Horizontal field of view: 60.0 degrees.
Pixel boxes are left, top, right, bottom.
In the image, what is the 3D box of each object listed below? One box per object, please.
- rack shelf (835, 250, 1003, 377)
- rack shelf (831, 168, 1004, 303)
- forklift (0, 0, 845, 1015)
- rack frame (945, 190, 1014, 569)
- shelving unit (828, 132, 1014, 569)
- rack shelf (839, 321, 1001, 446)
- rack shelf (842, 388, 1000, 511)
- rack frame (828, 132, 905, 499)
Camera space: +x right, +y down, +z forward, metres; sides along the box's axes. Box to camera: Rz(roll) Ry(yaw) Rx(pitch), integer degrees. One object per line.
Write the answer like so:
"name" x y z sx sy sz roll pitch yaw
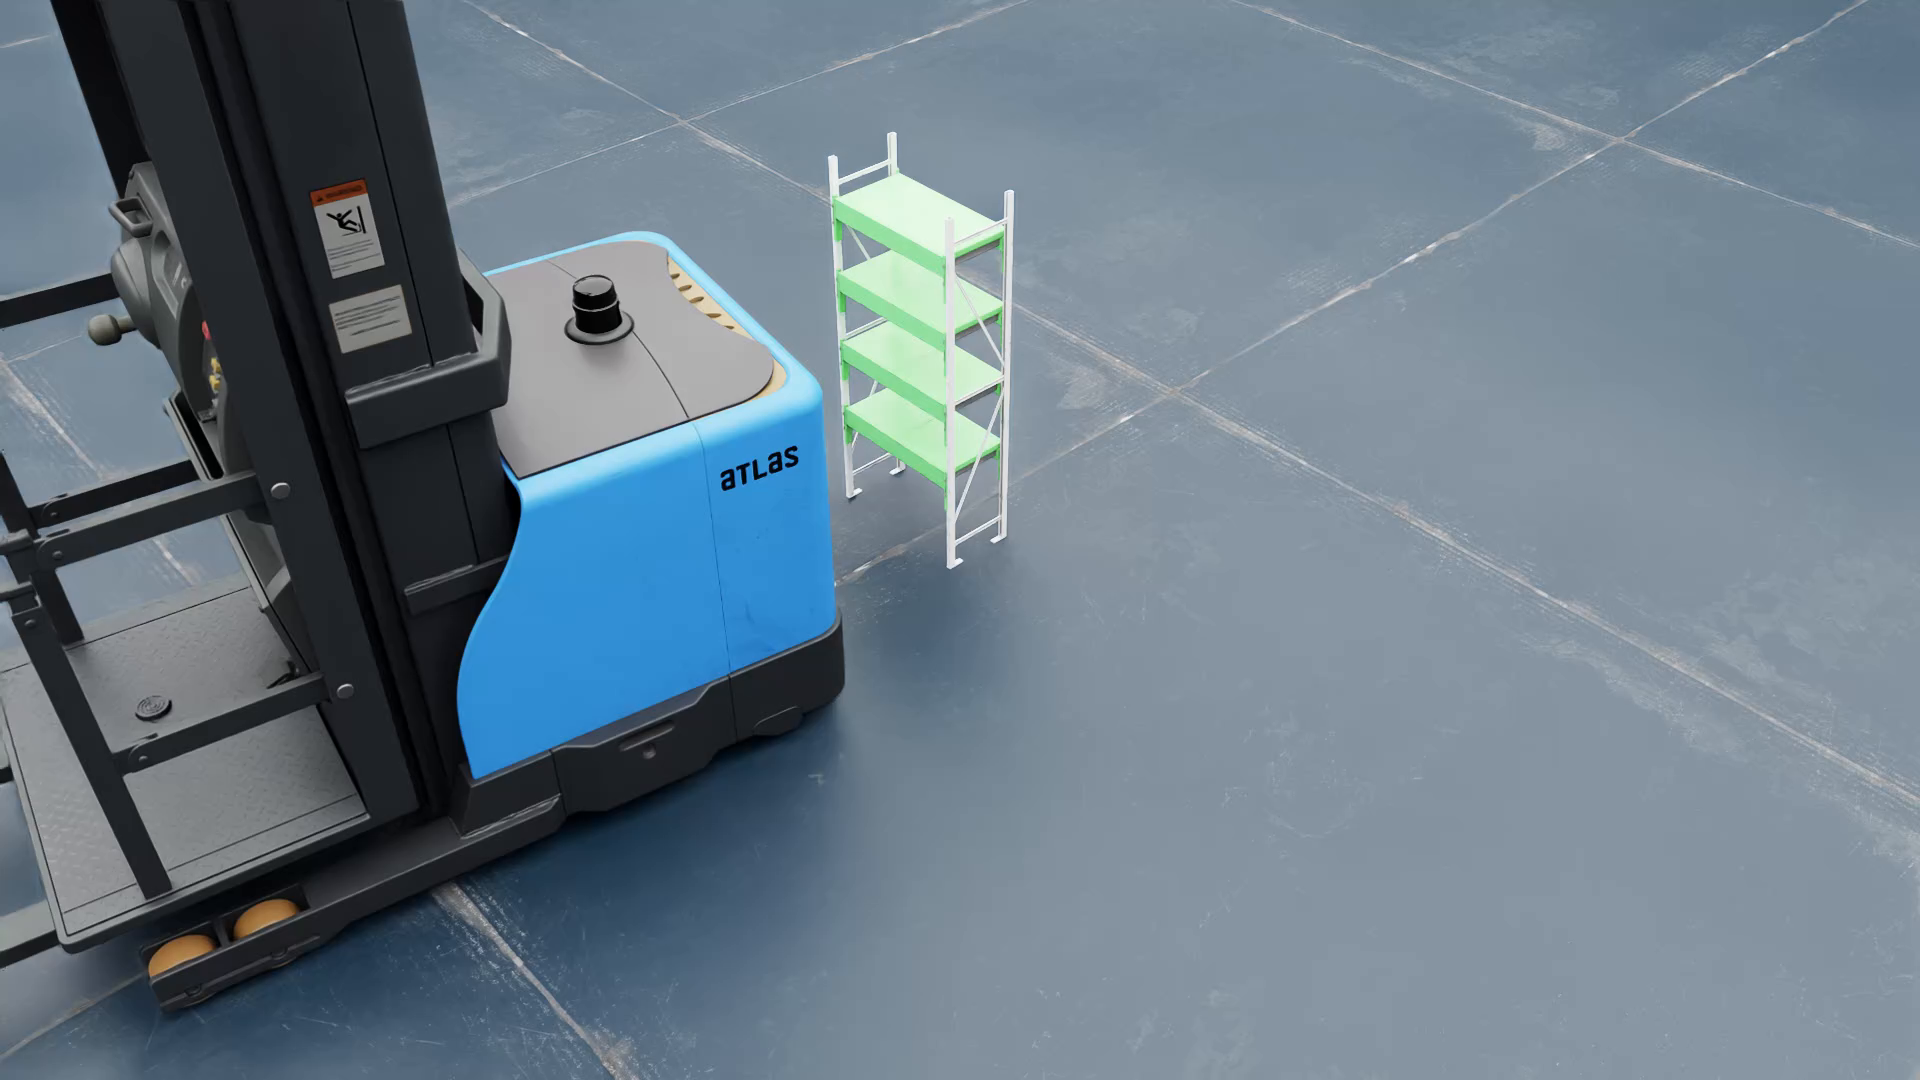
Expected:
"rack shelf" -0.112 -0.680 4.857 0.258 0.148 0.480 -30 48 -32
"rack shelf" -0.112 -0.867 4.706 0.258 0.148 0.480 -30 48 -32
"forklift" -1.836 -0.431 3.451 3.031 2.935 1.130 -22 44 -25
"rack frame" 0.053 -0.430 4.828 0.240 1.200 0.015 -30 48 -32
"shelving unit" -0.112 -0.543 4.968 0.258 1.200 0.503 -30 48 -32
"rack shelf" -0.112 -0.494 5.008 0.258 0.148 0.480 -30 48 -32
"rack shelf" -0.112 -0.307 5.159 0.258 0.148 0.480 -30 48 -32
"rack frame" -0.277 -0.656 5.108 0.240 1.200 0.015 -30 48 -32
